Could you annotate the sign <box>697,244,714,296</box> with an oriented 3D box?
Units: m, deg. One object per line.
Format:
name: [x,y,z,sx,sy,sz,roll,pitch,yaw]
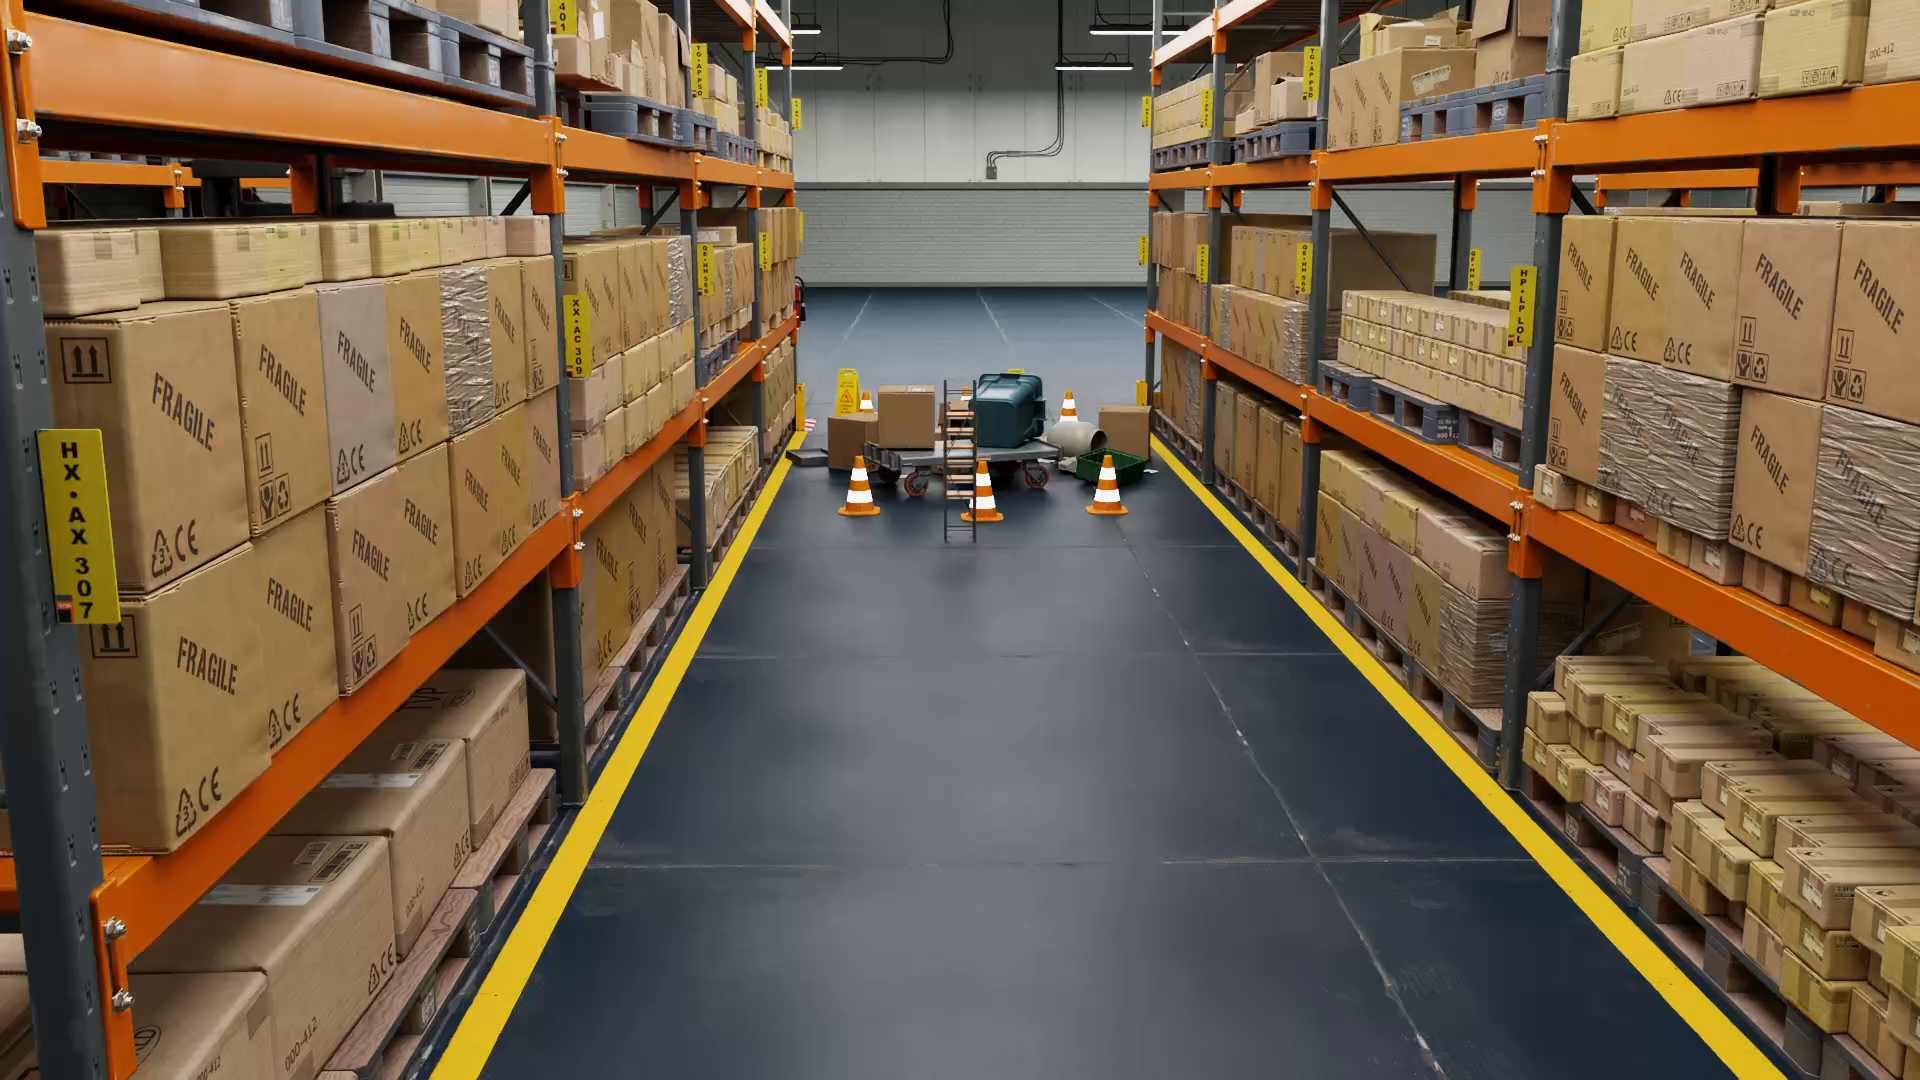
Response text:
sign: [-1.616,-1.717,10.566,0.100,0.325,0.005,0,11,-1]

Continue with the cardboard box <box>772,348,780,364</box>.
cardboard box: [-1.959,-1.785,16.153,0.380,0.149,0.250,0,11,2]

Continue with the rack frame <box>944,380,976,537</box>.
rack frame: [-0.002,-0.609,12.544,0.240,1.200,0.006,0,11,-1]

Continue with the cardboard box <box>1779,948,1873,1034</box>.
cardboard box: [2.610,1.288,4.781,0.380,0.149,0.250,-1,11,-4]

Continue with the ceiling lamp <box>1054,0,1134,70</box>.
ceiling lamp: [3.412,-13.620,42.378,2.000,3.185,0.800,0,11,-1]

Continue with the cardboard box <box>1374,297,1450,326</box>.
cardboard box: [2.606,-1.314,9.570,0.380,0.149,0.250,-1,11,-4]

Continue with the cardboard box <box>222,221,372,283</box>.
cardboard box: [-1.748,-0.743,4.279,0.380,0.149,0.250,0,11,-1]

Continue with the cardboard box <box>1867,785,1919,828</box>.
cardboard box: [3.123,0.886,5.264,0.380,0.149,0.250,0,11,-1]

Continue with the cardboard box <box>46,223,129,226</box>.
cardboard box: [-2.230,-0.688,4.007,0.380,0.149,0.250,0,11,-2]

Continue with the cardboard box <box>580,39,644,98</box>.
cardboard box: [-1.776,-2.326,8.218,0.396,0.266,0.258,1,11,4]

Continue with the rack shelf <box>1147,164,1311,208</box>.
rack shelf: [2.652,-3.497,16.518,1.077,0.370,4.000,0,11,-1]

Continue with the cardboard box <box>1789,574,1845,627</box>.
cardboard box: [2.692,0.154,4.890,0.380,0.149,0.250,0,11,0]

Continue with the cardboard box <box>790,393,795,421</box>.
cardboard box: [-2.050,-1.431,17.927,0.500,0.250,0.500,0,11,-1]

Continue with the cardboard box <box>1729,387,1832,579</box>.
cardboard box: [2.649,-0.182,4.913,0.500,0.500,0.500,0,11,2]

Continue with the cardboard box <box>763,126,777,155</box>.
cardboard box: [-2.006,-3.775,15.706,0.500,0.250,0.500,0,11,-1]

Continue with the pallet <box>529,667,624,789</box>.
pallet: [-2.179,0.862,7.779,1.003,0.211,1.213,0,11,-1]

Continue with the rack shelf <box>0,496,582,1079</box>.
rack shelf: [-2.047,0.399,4.859,1.077,0.370,4.000,0,11,-1]

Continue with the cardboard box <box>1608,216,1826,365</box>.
cardboard box: [2.651,-0.883,5.853,0.500,0.500,0.500,-1,11,-3]

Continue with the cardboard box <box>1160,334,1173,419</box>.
cardboard box: [2.691,-1.807,18.211,0.875,0.875,0.875,0,11,-1]

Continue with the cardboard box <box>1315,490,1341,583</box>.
cardboard box: [2.536,-0.026,10.375,0.500,0.500,0.500,-1,11,-4]

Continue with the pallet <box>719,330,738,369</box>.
pallet: [-2.252,-1.446,12.625,1.003,0.211,1.213,0,11,-1]

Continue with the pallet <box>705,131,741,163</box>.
pallet: [-2.322,-2.990,12.683,1.213,0.211,1.003,0,11,-1]

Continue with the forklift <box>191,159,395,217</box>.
forklift: [-4.778,-1.435,12.261,1.130,2.935,3.031,0,11,-2]

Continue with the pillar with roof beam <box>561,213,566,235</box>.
pillar with roof beam: [-4.253,-9.110,34.828,9.100,9.000,0.548,0,11,-1]

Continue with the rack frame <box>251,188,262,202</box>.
rack frame: [-7.298,-2.716,18.401,1.000,3.000,0.127,0,11,-1]

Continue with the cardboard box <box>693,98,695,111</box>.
cardboard box: [-2.180,-2.854,11.287,0.700,0.500,0.500,0,11,-1]

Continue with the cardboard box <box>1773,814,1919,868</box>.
cardboard box: [2.699,0.940,5.000,0.380,0.149,0.250,-1,11,-3]

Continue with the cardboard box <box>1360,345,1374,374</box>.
cardboard box: [2.595,-1.073,9.879,0.380,0.149,0.250,0,11,2]

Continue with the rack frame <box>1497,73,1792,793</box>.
rack frame: [2.859,-0.392,6.947,1.000,3.000,0.127,0,11,-1]

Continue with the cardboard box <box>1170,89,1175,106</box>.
cardboard box: [2.325,-4.450,16.721,0.380,0.149,0.250,0,11,-2]

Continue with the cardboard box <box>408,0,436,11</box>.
cardboard box: [-2.028,-1.859,5.066,0.797,0.503,0.637,1,11,3]

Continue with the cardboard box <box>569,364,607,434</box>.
cardboard box: [-1.815,-0.612,7.149,0.500,0.250,0.500,-1,11,-3]

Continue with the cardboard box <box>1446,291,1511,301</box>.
cardboard box: [3.245,-1.466,10.319,0.380,0.149,0.250,-1,11,-3]

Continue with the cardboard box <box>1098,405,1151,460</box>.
cardboard box: [1.636,-1.063,16.534,0.500,0.500,0.500,2,12,9]

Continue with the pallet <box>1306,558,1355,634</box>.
pallet: [2.791,0.335,10.378,1.003,0.211,1.213,0,11,-1]

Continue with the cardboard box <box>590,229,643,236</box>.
cardboard box: [-2.486,-2.189,12.118,0.380,0.149,0.250,-1,11,-4]

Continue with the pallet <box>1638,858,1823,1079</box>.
pallet: [2.936,1.351,5.368,1.003,0.211,1.213,0,11,-1]

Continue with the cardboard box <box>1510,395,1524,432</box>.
cardboard box: [2.653,-0.553,7.315,0.380,0.149,0.250,0,11,-2]

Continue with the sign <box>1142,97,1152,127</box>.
sign: [2.056,-4.713,18.306,0.100,0.325,0.005,0,11,-1]

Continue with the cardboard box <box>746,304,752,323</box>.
cardboard box: [-1.967,-1.923,14.071,0.380,0.149,0.250,0,11,0]

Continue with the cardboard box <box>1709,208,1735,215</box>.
cardboard box: [7.359,-2.855,15.573,0.500,0.500,0.500,0,11,-1]

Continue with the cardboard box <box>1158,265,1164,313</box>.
cardboard box: [2.664,-2.777,18.327,0.875,0.550,0.550,0,11,-1]

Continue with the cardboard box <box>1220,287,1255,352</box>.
cardboard box: [2.447,-1.825,13.760,0.500,0.500,0.500,0,11,-1]

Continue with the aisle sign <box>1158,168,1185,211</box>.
aisle sign: [2.310,-4.064,18.510,0.394,0.787,0.004,0,11,-1]

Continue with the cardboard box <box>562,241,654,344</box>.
cardboard box: [-1.873,-1.283,8.571,0.500,0.500,0.500,0,11,-2]

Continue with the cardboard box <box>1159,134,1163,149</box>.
cardboard box: [2.308,-4.209,17.542,0.380,0.149,0.250,0,11,-1]

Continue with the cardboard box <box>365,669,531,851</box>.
cardboard box: [-2.182,0.824,6.343,0.875,0.438,0.875,0,11,-2]

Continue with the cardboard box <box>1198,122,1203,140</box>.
cardboard box: [2.361,-3.705,15.058,0.380,0.149,0.250,0,11,0]

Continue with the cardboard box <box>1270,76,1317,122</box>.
cardboard box: [2.455,-3.075,11.543,0.500,0.311,0.500,0,11,-1]

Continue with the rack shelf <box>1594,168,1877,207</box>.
rack shelf: [7.613,-3.498,16.520,1.077,0.370,4.000,0,11,-1]

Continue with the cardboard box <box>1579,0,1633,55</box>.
cardboard box: [2.629,-1.937,6.137,0.500,0.250,0.500,0,11,1]

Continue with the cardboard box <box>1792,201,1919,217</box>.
cardboard box: [7.531,-2.324,13.904,1.000,1.000,1.000,0,11,-1]

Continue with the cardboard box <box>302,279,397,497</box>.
cardboard box: [-1.766,-0.397,4.205,0.500,0.500,0.500,0,11,-2]

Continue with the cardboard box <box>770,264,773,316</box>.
cardboard box: [-2.017,-2.325,15.475,0.500,0.500,0.500,0,11,-1]

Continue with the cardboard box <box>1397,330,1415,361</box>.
cardboard box: [2.614,-1.063,9.080,0.380,0.149,0.250,0,11,-2]

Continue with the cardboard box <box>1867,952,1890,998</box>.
cardboard box: [2.730,1.188,4.525,0.380,0.149,0.250,0,11,-2]

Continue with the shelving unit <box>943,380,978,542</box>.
shelving unit: [0.000,-0.591,12.454,0.258,1.200,0.189,0,11,-1]
